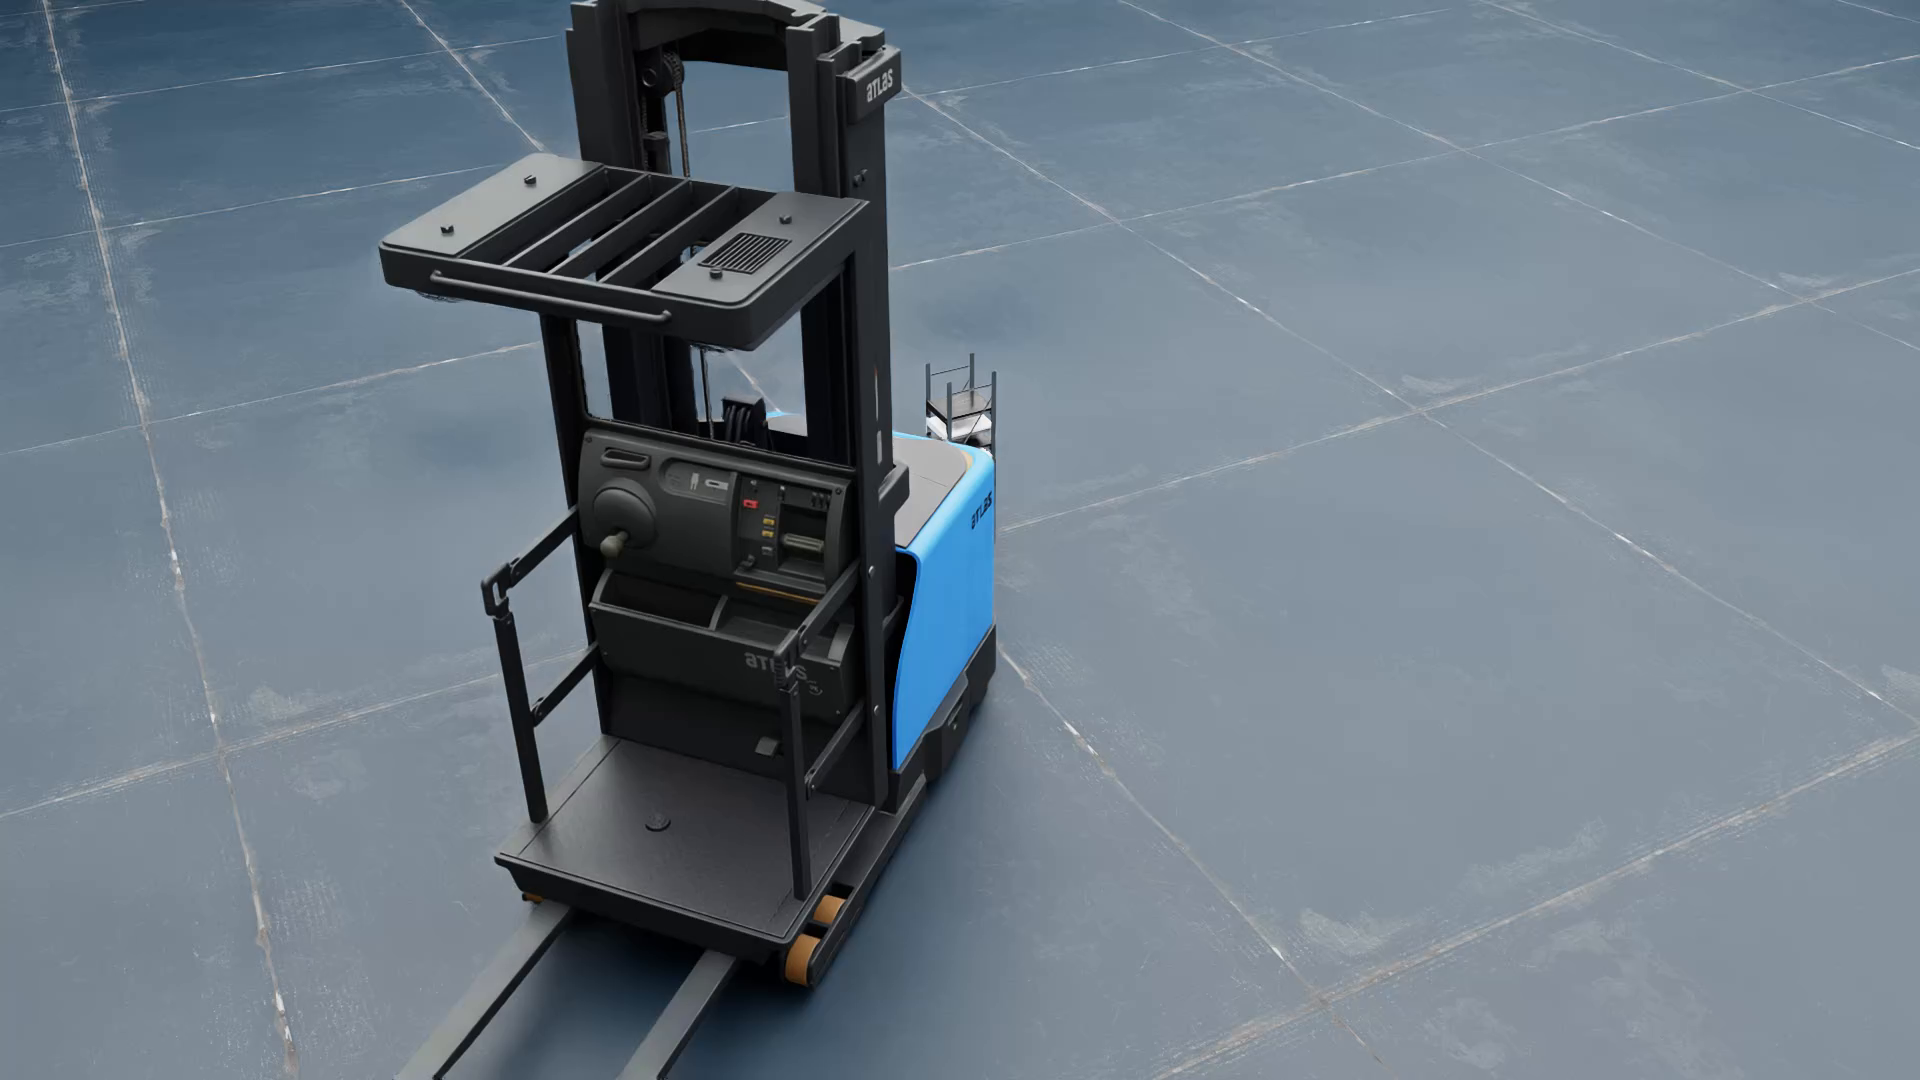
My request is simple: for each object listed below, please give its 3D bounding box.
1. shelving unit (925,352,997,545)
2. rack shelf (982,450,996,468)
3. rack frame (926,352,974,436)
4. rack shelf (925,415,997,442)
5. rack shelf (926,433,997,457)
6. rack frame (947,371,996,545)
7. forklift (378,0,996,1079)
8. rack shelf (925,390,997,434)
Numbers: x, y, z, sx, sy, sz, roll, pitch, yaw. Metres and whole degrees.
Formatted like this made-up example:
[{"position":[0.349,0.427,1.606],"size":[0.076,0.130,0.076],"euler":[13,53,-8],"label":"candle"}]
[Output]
[{"position":[0.004,-0.375,7.501],"size":[0.258,0.900,0.210],"euler":[-16,36,-23],"label":"shelving unit"},{"position":[0.004,-0.347,7.519],"size":[0.258,0.077,0.200],"euler":[-16,36,-23],"label":"rack shelf"},{"position":[-0.044,-0.424,7.577],"size":[0.240,0.900,0.006],"euler":[-16,36,-23],"label":"rack frame"},{"position":[0.004,-0.499,7.422],"size":[0.258,0.077,0.200],"euler":[-16,36,-23],"label":"rack shelf"},{"position":[0.004,-0.423,7.471],"size":[0.258,0.077,0.200],"euler":[-16,36,-23],"label":"rack shelf"},{"position":[0.051,-0.327,7.425],"size":[0.240,0.900,0.006],"euler":[-16,36,-23],"label":"rack frame"},{"position":[-0.865,-0.028,5.077],"size":[1.130,2.935,3.031],"euler":[12,35,18],"label":"forklift"},{"position":[0.004,-0.574,7.374],"size":[0.258,0.077,0.200],"euler":[-16,36,-23],"label":"rack shelf"}]
